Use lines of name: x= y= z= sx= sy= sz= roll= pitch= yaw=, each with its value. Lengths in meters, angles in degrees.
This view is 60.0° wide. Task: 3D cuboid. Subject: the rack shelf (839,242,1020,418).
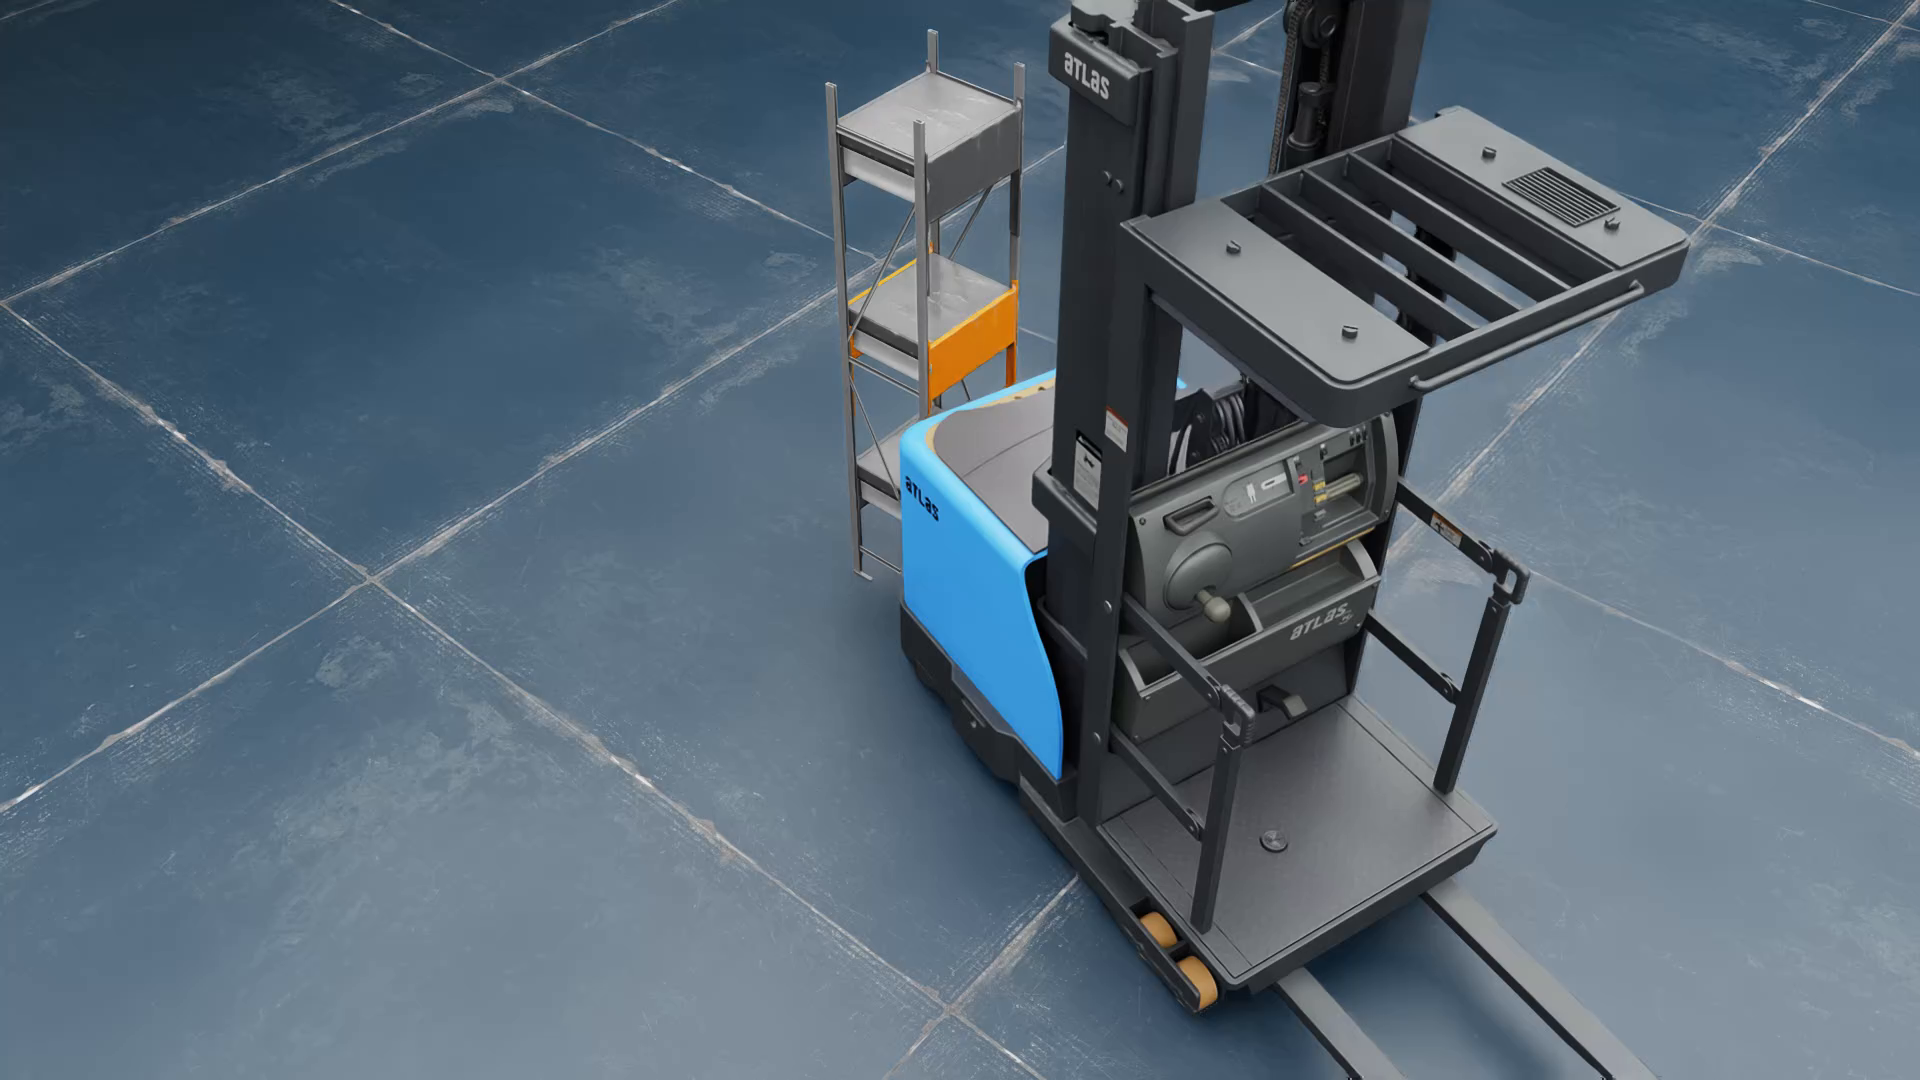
rack shelf: x=-0.107 y=-0.682 z=5.959 sx=0.431 sy=0.518 sz=0.480 roll=29 pitch=50 yaw=28

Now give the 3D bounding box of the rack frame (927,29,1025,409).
rack frame: x=0.050 y=-0.817 z=6.088 sx=0.400 sy=2.100 sz=0.015 roll=29 pitch=50 yaw=28

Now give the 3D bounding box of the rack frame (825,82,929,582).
rack frame: x=-0.264 y=-0.566 z=5.812 sx=0.400 sy=2.100 sz=0.015 roll=29 pitch=50 yaw=28

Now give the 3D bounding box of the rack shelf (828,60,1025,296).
rack shelf: x=-0.107 y=-1.199 z=5.488 sx=0.431 sy=0.518 sz=0.480 roll=29 pitch=50 yaw=28

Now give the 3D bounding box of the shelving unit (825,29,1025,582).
shelving unit: x=-0.107 y=-0.692 z=5.950 sx=0.431 sy=2.100 sz=0.503 roll=29 pitch=50 yaw=28

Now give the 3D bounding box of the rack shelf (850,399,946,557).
rack shelf: x=-0.107 y=-0.164 z=6.430 sx=0.431 sy=0.518 sz=0.480 roll=29 pitch=50 yaw=28

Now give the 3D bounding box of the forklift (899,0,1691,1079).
forklift: x=0.991 y=0.004 z=4.567 sx=1.130 sy=2.935 sz=3.031 roll=-23 pitch=47 yaw=-23
